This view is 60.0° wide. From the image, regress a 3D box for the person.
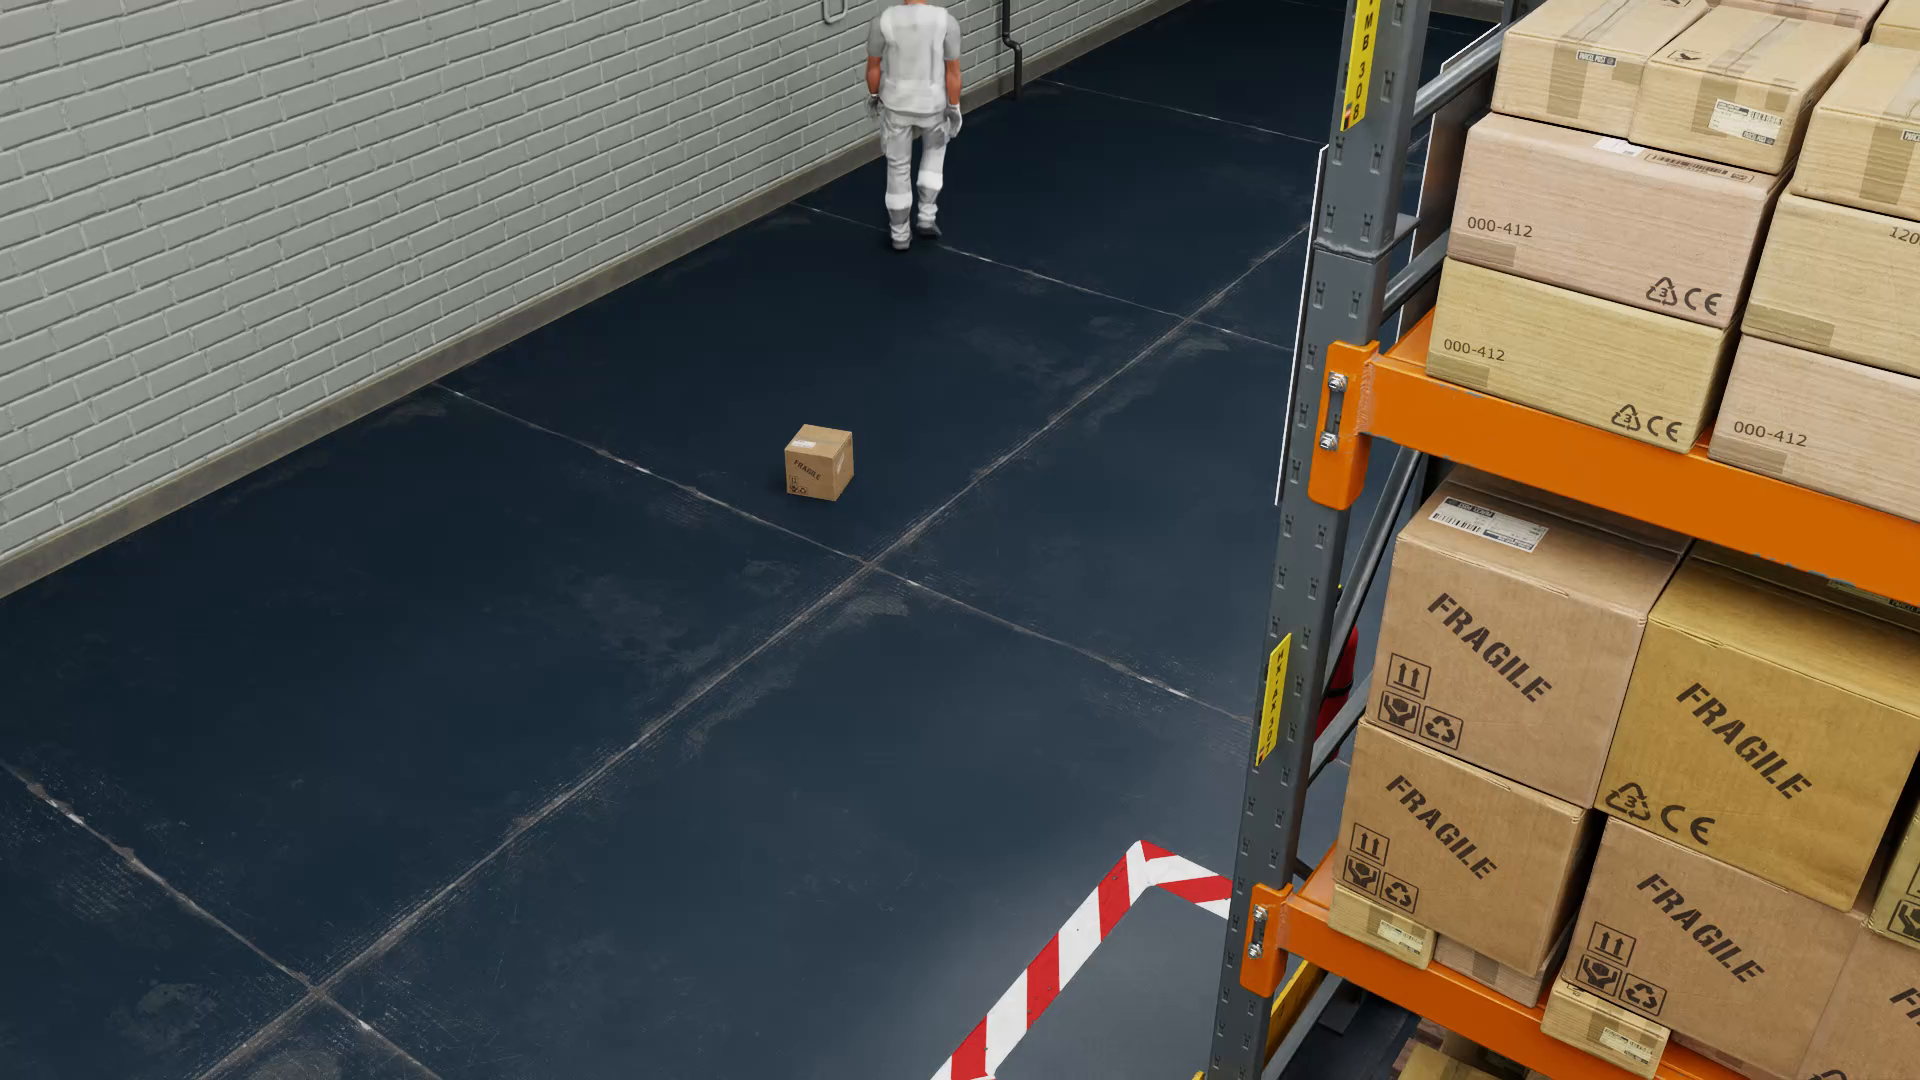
[{"bbox_3d":[-0.276,-2.596,9.933,0.570,1.822,0.496,-1,34,-1],"label":"person"}]
